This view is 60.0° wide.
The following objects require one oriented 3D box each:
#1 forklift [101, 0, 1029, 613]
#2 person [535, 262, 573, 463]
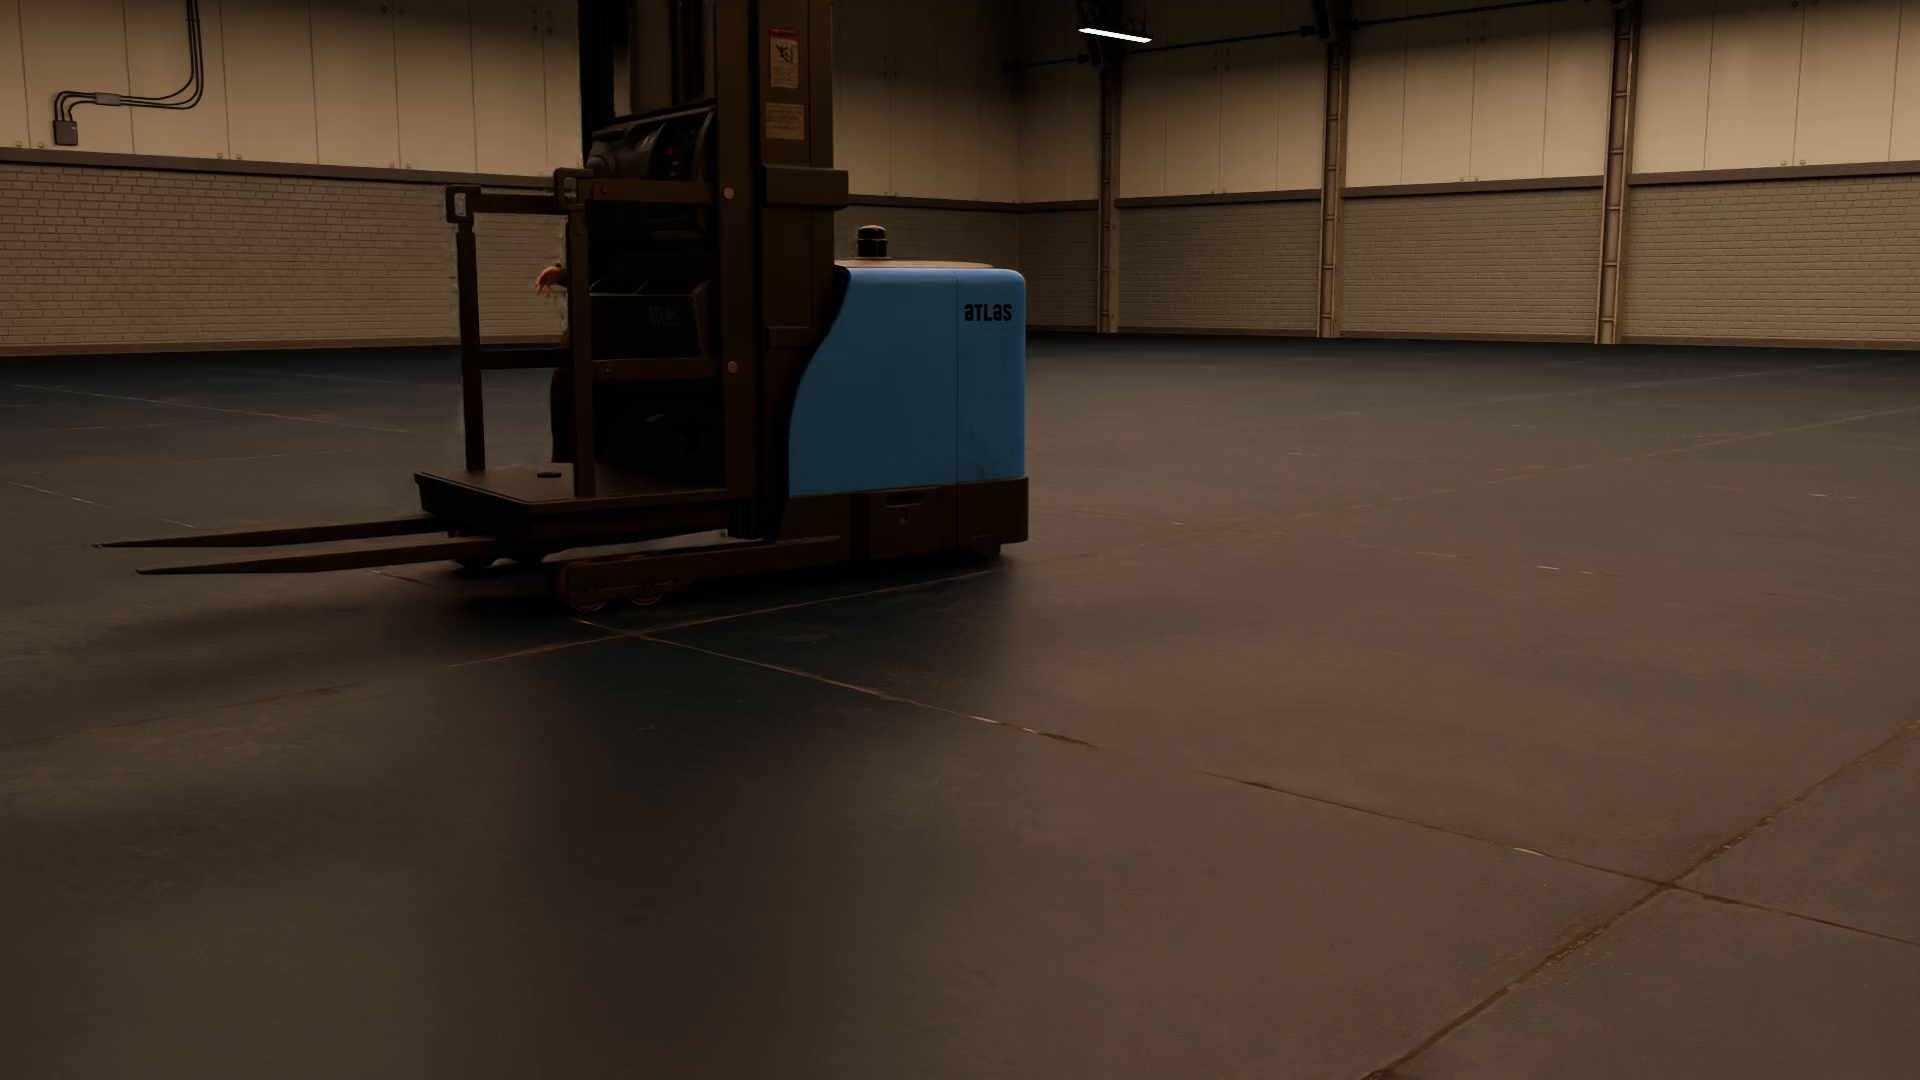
[{"bbox_3d":[-1.240,-1.310,5.573,3.031,2.935,1.130,-6,10,-35],"label":"forklift"},{"bbox_3d":[-1.722,-0.977,8.288,0.963,1.575,0.628,2,9,12],"label":"person"}]
